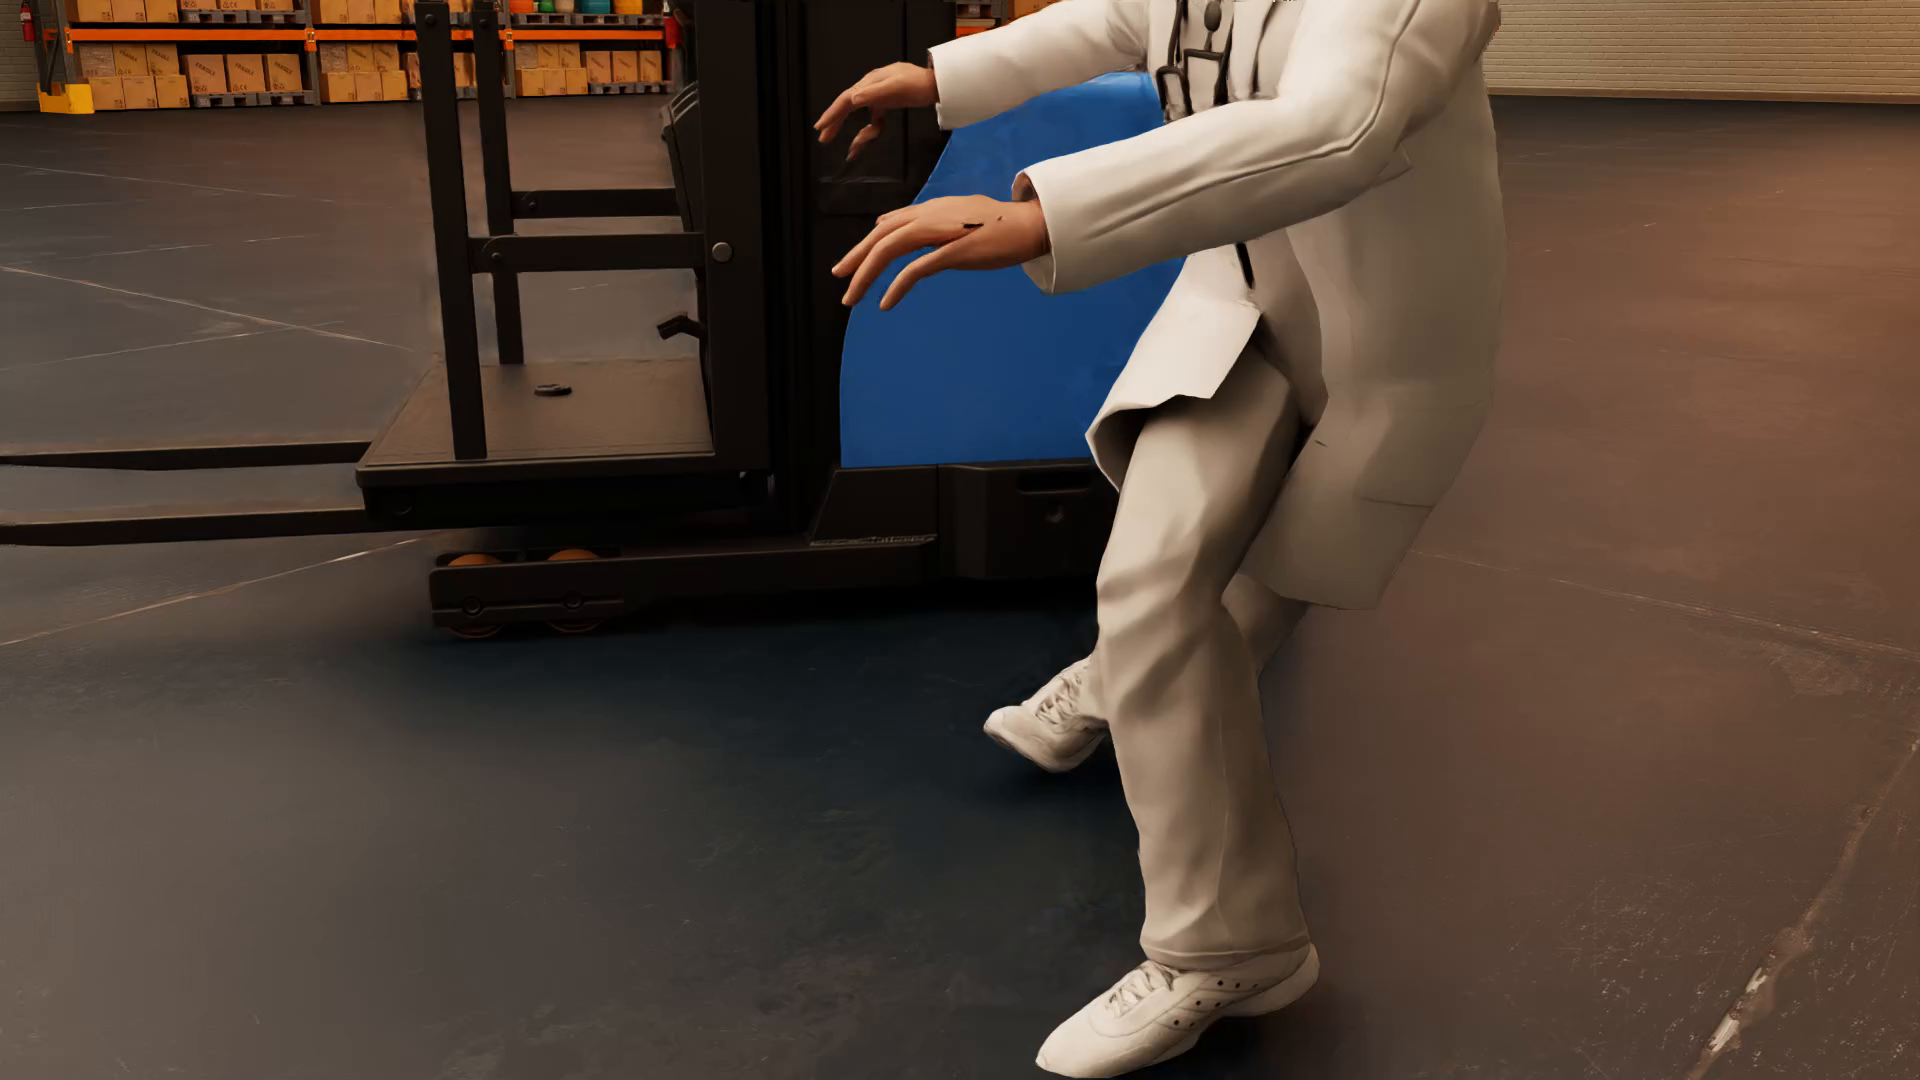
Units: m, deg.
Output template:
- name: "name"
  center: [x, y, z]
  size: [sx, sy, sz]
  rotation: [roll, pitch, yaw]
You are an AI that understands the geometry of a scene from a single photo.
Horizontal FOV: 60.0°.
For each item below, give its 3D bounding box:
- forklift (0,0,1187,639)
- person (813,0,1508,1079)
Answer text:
- name: "forklift"
  center: [-0.773, -1.372, 3.414]
  size: [3.031, 2.935, 1.130]
  rotation: [-3, 17, -10]
- name: "person"
  center: [0.155, -0.198, 2.032]
  size: [0.982, 1.564, 1.171]
  rotation: [13, 21, 37]
